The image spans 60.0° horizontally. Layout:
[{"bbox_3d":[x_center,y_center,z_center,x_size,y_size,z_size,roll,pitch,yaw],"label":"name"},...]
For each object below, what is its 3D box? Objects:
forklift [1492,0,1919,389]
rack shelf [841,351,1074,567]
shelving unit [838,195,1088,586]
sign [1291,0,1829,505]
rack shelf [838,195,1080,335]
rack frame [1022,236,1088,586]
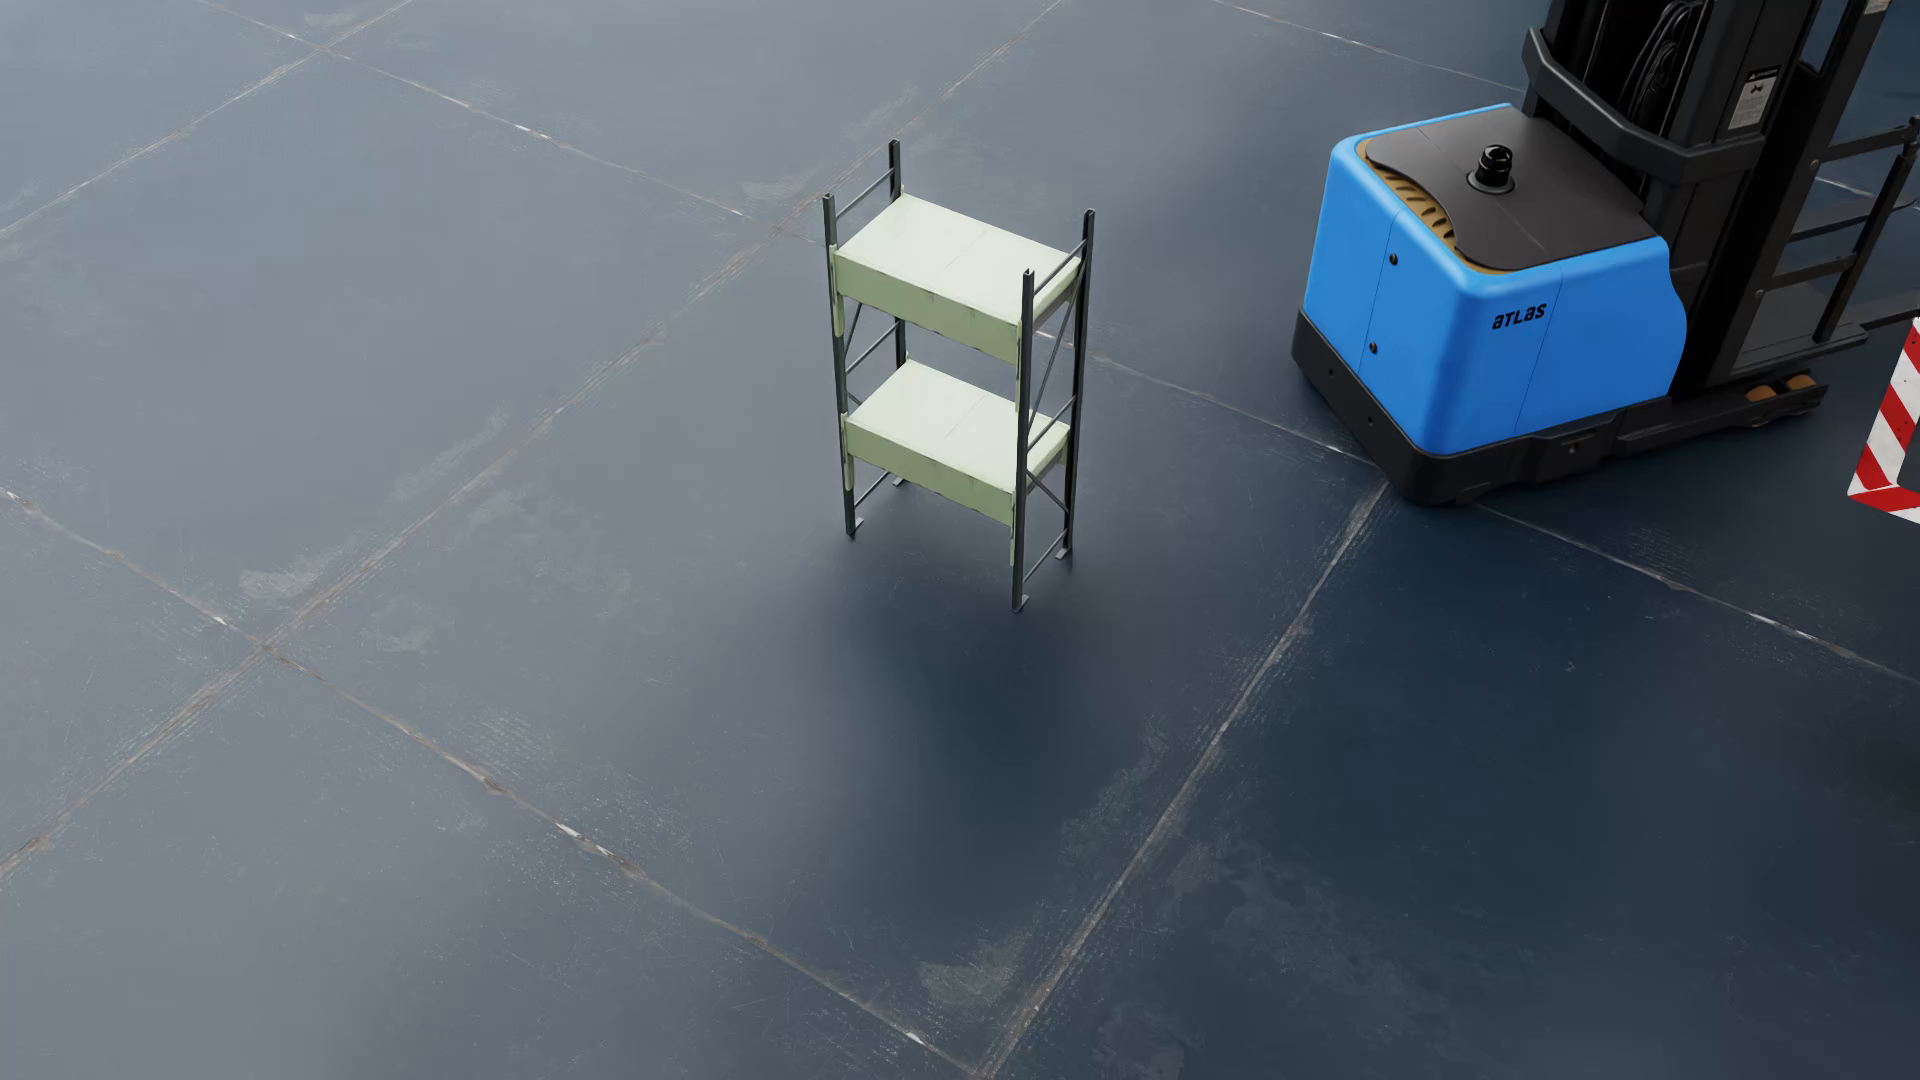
[{"bbox_3d":[2.947,-1.814,5.969,3.031,2.935,1.121,-15,48,-14],"label":"forklift"},{"bbox_3d":[-0.006,-0.298,5.948,0.720,0.370,0.431,25,51,22],"label":"rack shelf"},{"bbox_3d":[-0.001,-0.523,5.713,0.731,1.308,0.431,25,51,22],"label":"shelving unit"},{"bbox_3d":[2.403,-1.634,5.867,2.025,2.768,2.177,25,51,22],"label":"sign"},{"bbox_3d":[-0.006,-0.865,5.365,0.686,0.124,0.368,25,51,22],"label":"rack shelf"},{"bbox_3d":[0.302,-0.383,5.576,0.010,1.308,0.380,25,51,22],"label":"rack frame"}]
